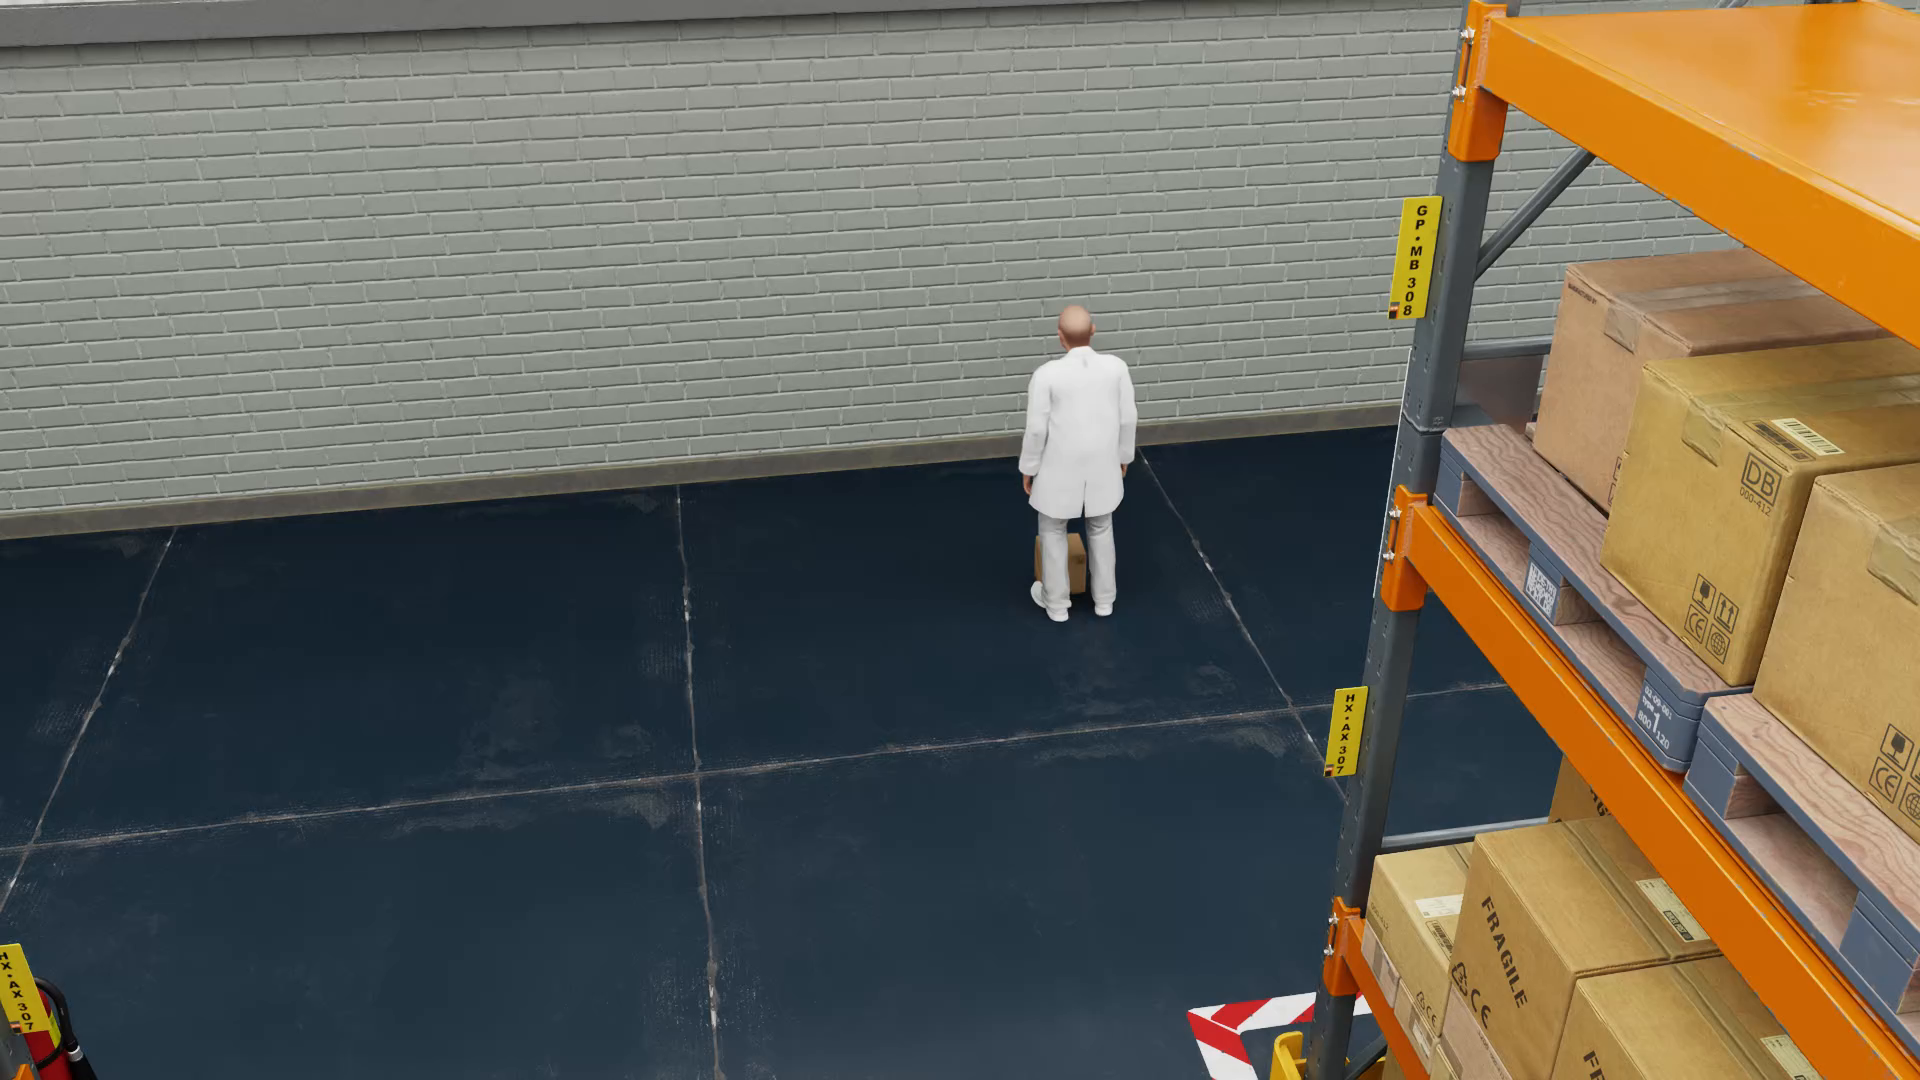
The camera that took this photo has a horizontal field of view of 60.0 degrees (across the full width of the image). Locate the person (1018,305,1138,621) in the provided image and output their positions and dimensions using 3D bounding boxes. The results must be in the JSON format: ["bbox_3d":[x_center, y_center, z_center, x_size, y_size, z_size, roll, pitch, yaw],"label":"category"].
[{"bbox_3d":[0.618,-0.395,8.835,0.638,1.772,0.428,-6,31,-11],"label":"person"}]
